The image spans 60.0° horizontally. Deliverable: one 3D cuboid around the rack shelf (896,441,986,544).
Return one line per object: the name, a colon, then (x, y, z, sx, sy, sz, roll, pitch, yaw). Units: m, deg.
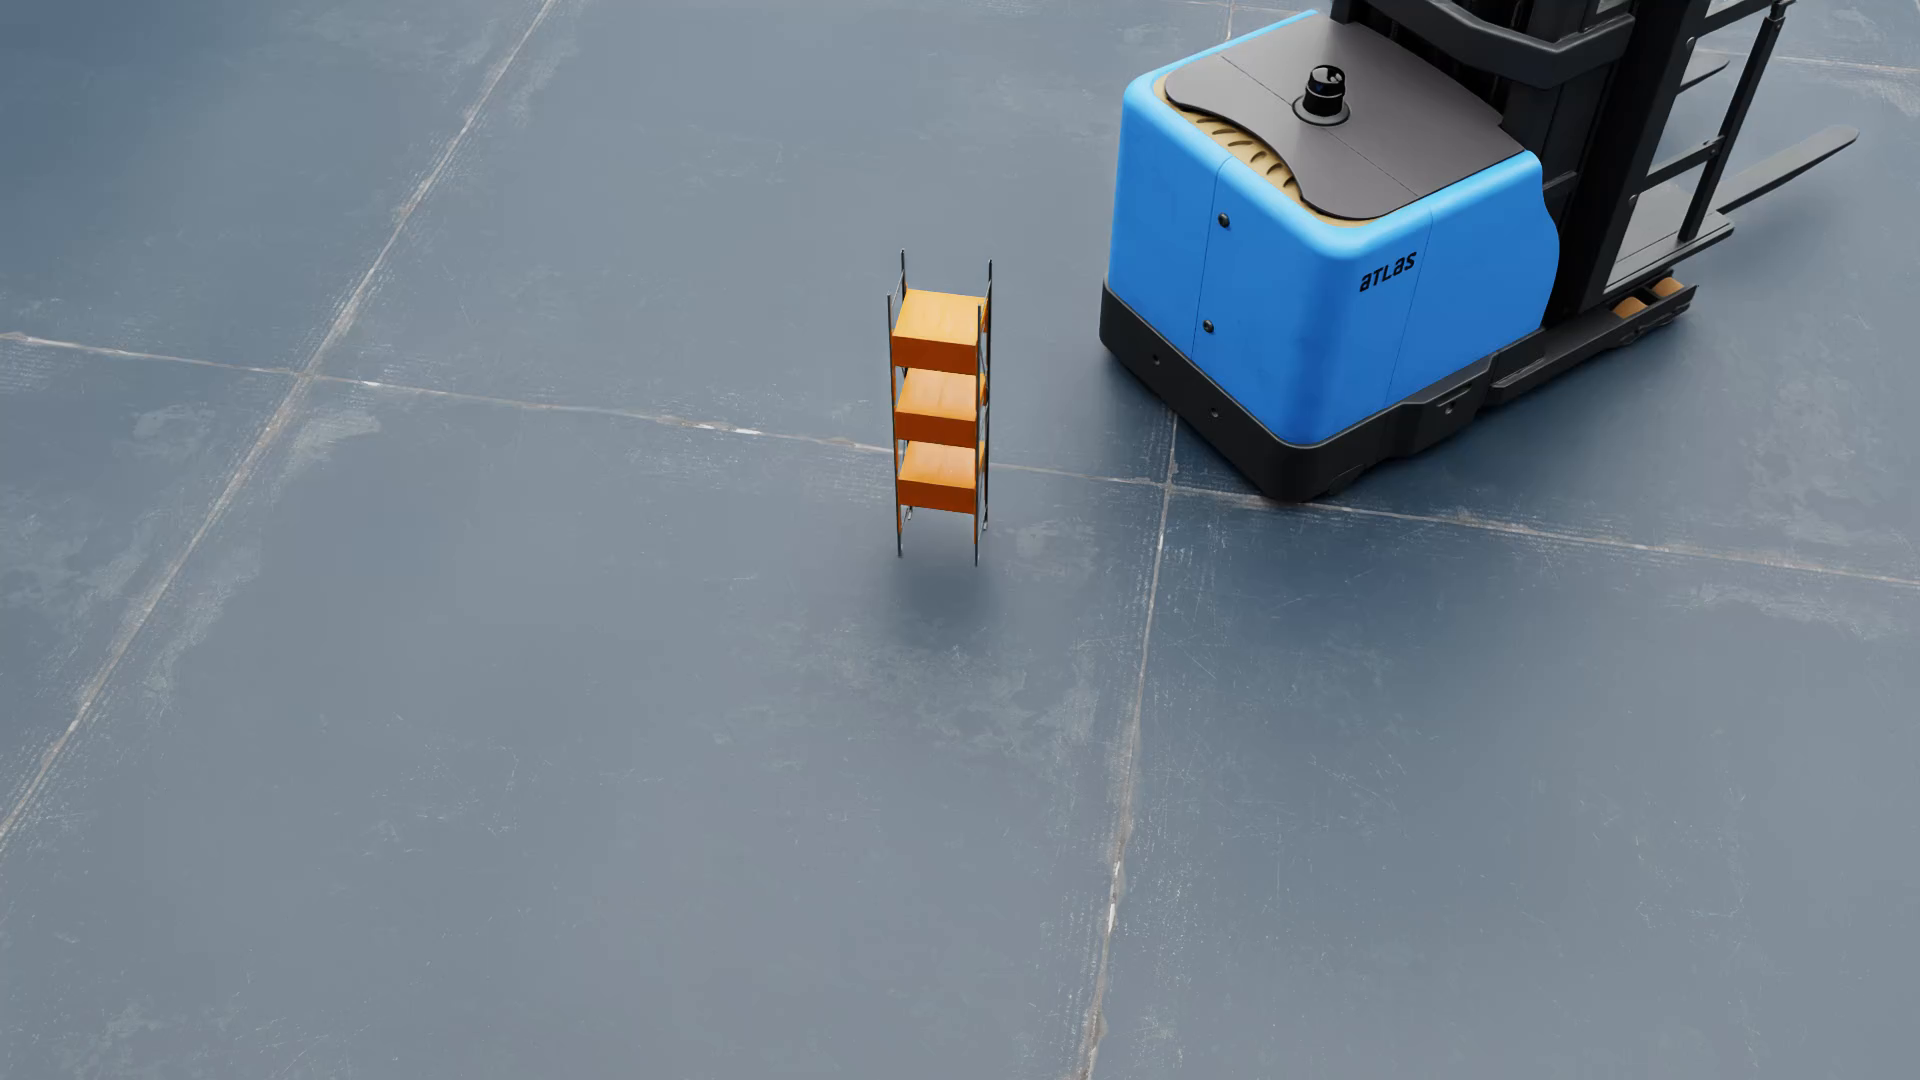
rack shelf: (-0.053, -0.165, 5.080, 0.240, 0.259, 0.215, 8, 49, 7)

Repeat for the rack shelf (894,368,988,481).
rack shelf: (-0.053, -0.351, 4.874, 0.240, 0.259, 0.215, 8, 49, 7)

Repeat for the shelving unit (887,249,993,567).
shelving unit: (-0.053, -0.358, 4.866, 0.252, 1.050, 0.215, 8, 49, 7)

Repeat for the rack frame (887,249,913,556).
rack frame: (-0.173, -0.374, 4.880, 0.008, 1.050, 0.200, 8, 49, 7)

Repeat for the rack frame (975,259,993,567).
rack frame: (0.067, -0.342, 4.851, 0.008, 1.050, 0.200, 8, 49, 7)

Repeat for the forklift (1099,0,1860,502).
forklift: (1.994, -1.970, 5.049, 3.031, 2.935, 1.130, -26, 53, -22)

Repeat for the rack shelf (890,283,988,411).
rack shelf: (-0.053, -0.541, 4.663, 0.240, 0.259, 0.215, 8, 49, 7)
